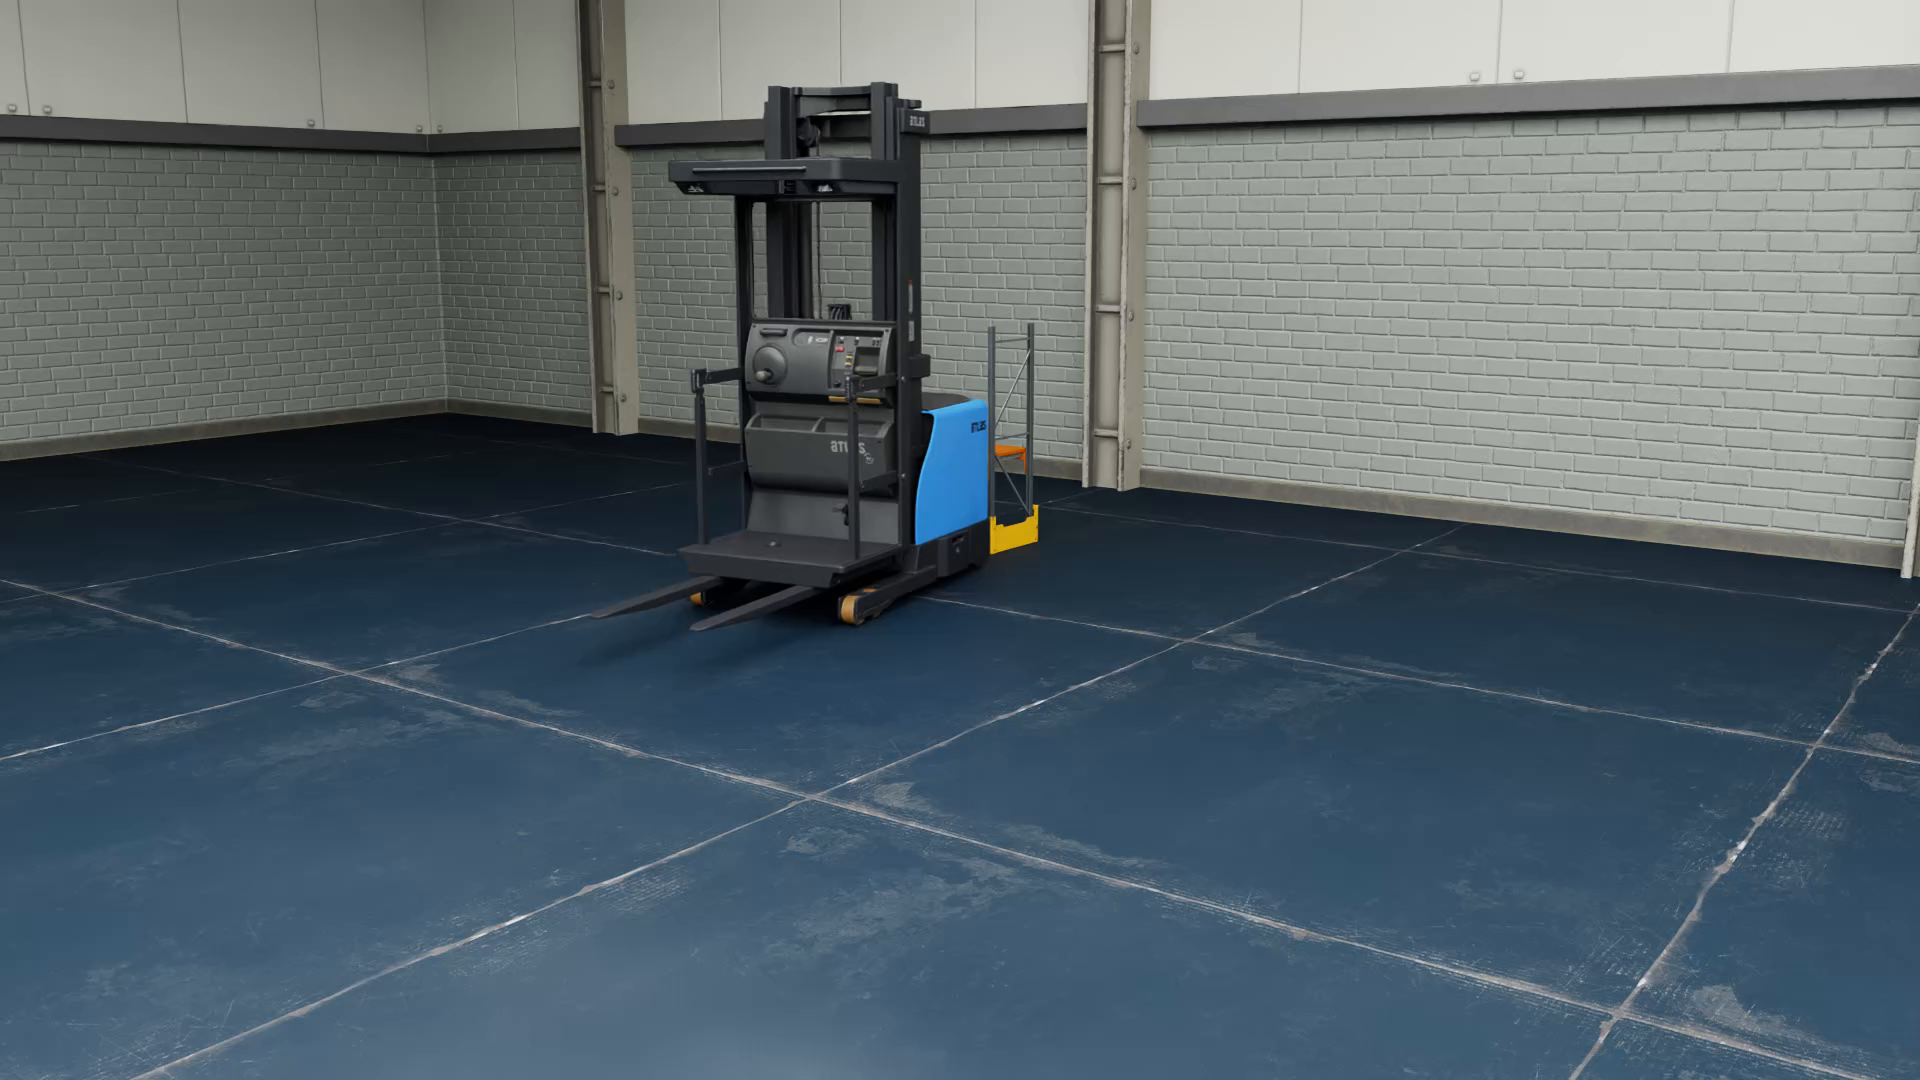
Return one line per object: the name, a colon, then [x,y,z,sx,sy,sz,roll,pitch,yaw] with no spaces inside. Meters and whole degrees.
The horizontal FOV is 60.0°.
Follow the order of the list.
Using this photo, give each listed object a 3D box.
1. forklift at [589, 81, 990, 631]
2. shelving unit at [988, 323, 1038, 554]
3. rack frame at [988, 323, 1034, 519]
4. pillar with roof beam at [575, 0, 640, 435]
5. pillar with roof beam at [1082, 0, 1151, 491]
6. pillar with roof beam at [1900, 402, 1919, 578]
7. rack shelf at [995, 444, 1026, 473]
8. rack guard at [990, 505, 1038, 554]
forklift: [-0.906,-1.068,9.331,1.130,2.935,3.031,5,12,25]
shelving unit: [-0.061,-0.745,11.432,1.083,1.500,0.587,8,13,36]
rack frame: [0.341,-0.689,11.141,0.032,1.500,0.500,8,13,36]
pillar with roof beam: [-6.124,-4.878,13.054,0.400,9.000,9.100,8,13,36]
pillar with roof beam: [-1.288,-4.204,9.567,0.400,9.000,9.100,8,13,36]
pillar with roof beam: [3.548,-3.529,6.080,0.400,9.000,9.100,8,13,36]
rack shelf: [-0.069,-0.569,11.471,1.000,0.185,0.538,8,13,36]
rack guard: [0.340,-0.075,11.261,0.087,0.250,0.587,8,13,36]
